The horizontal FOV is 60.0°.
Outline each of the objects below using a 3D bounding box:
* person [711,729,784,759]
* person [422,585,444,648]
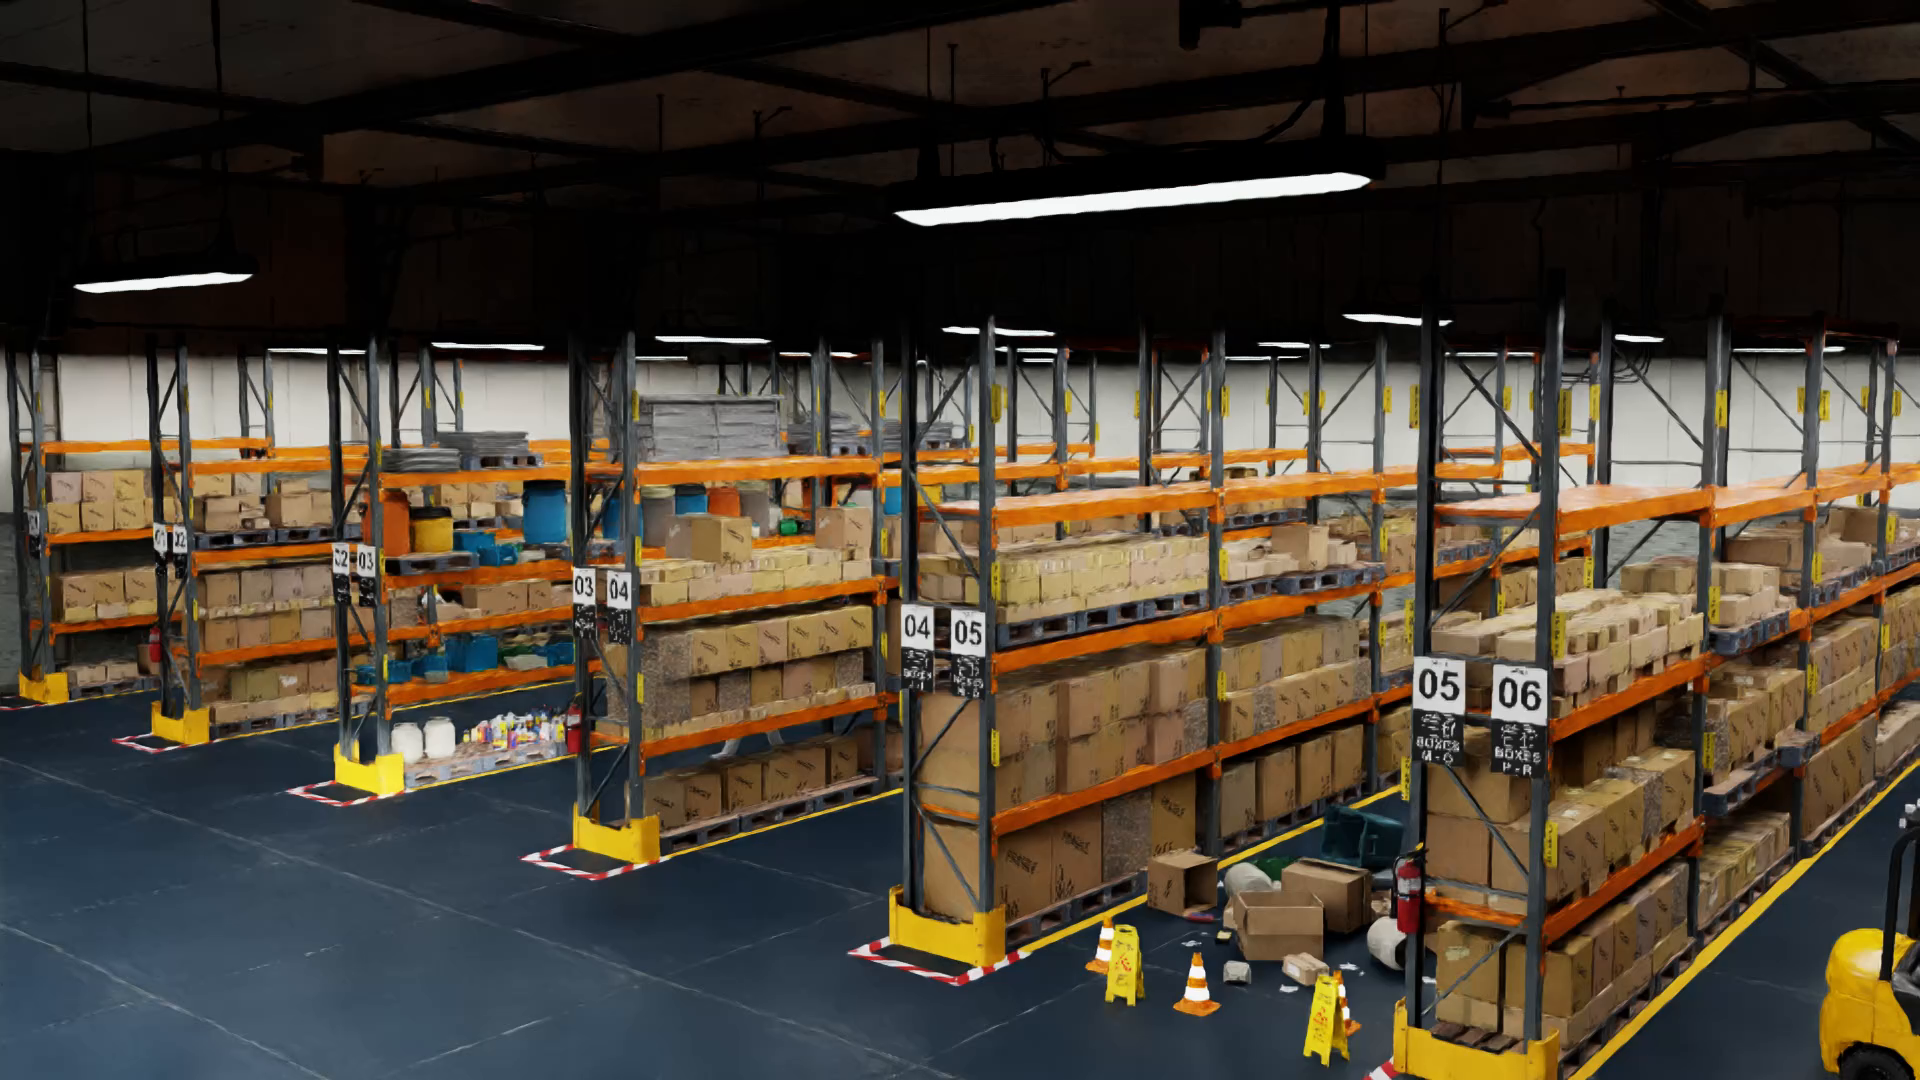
[{"bbox_3d":[-2.917,2.265,23.109,1.088,1.618,0.571,-5,7,-42],"label":"person"},{"bbox_3d":[-9.938,1.530,31.459,0.639,1.632,0.506,4,6,37],"label":"person"}]
